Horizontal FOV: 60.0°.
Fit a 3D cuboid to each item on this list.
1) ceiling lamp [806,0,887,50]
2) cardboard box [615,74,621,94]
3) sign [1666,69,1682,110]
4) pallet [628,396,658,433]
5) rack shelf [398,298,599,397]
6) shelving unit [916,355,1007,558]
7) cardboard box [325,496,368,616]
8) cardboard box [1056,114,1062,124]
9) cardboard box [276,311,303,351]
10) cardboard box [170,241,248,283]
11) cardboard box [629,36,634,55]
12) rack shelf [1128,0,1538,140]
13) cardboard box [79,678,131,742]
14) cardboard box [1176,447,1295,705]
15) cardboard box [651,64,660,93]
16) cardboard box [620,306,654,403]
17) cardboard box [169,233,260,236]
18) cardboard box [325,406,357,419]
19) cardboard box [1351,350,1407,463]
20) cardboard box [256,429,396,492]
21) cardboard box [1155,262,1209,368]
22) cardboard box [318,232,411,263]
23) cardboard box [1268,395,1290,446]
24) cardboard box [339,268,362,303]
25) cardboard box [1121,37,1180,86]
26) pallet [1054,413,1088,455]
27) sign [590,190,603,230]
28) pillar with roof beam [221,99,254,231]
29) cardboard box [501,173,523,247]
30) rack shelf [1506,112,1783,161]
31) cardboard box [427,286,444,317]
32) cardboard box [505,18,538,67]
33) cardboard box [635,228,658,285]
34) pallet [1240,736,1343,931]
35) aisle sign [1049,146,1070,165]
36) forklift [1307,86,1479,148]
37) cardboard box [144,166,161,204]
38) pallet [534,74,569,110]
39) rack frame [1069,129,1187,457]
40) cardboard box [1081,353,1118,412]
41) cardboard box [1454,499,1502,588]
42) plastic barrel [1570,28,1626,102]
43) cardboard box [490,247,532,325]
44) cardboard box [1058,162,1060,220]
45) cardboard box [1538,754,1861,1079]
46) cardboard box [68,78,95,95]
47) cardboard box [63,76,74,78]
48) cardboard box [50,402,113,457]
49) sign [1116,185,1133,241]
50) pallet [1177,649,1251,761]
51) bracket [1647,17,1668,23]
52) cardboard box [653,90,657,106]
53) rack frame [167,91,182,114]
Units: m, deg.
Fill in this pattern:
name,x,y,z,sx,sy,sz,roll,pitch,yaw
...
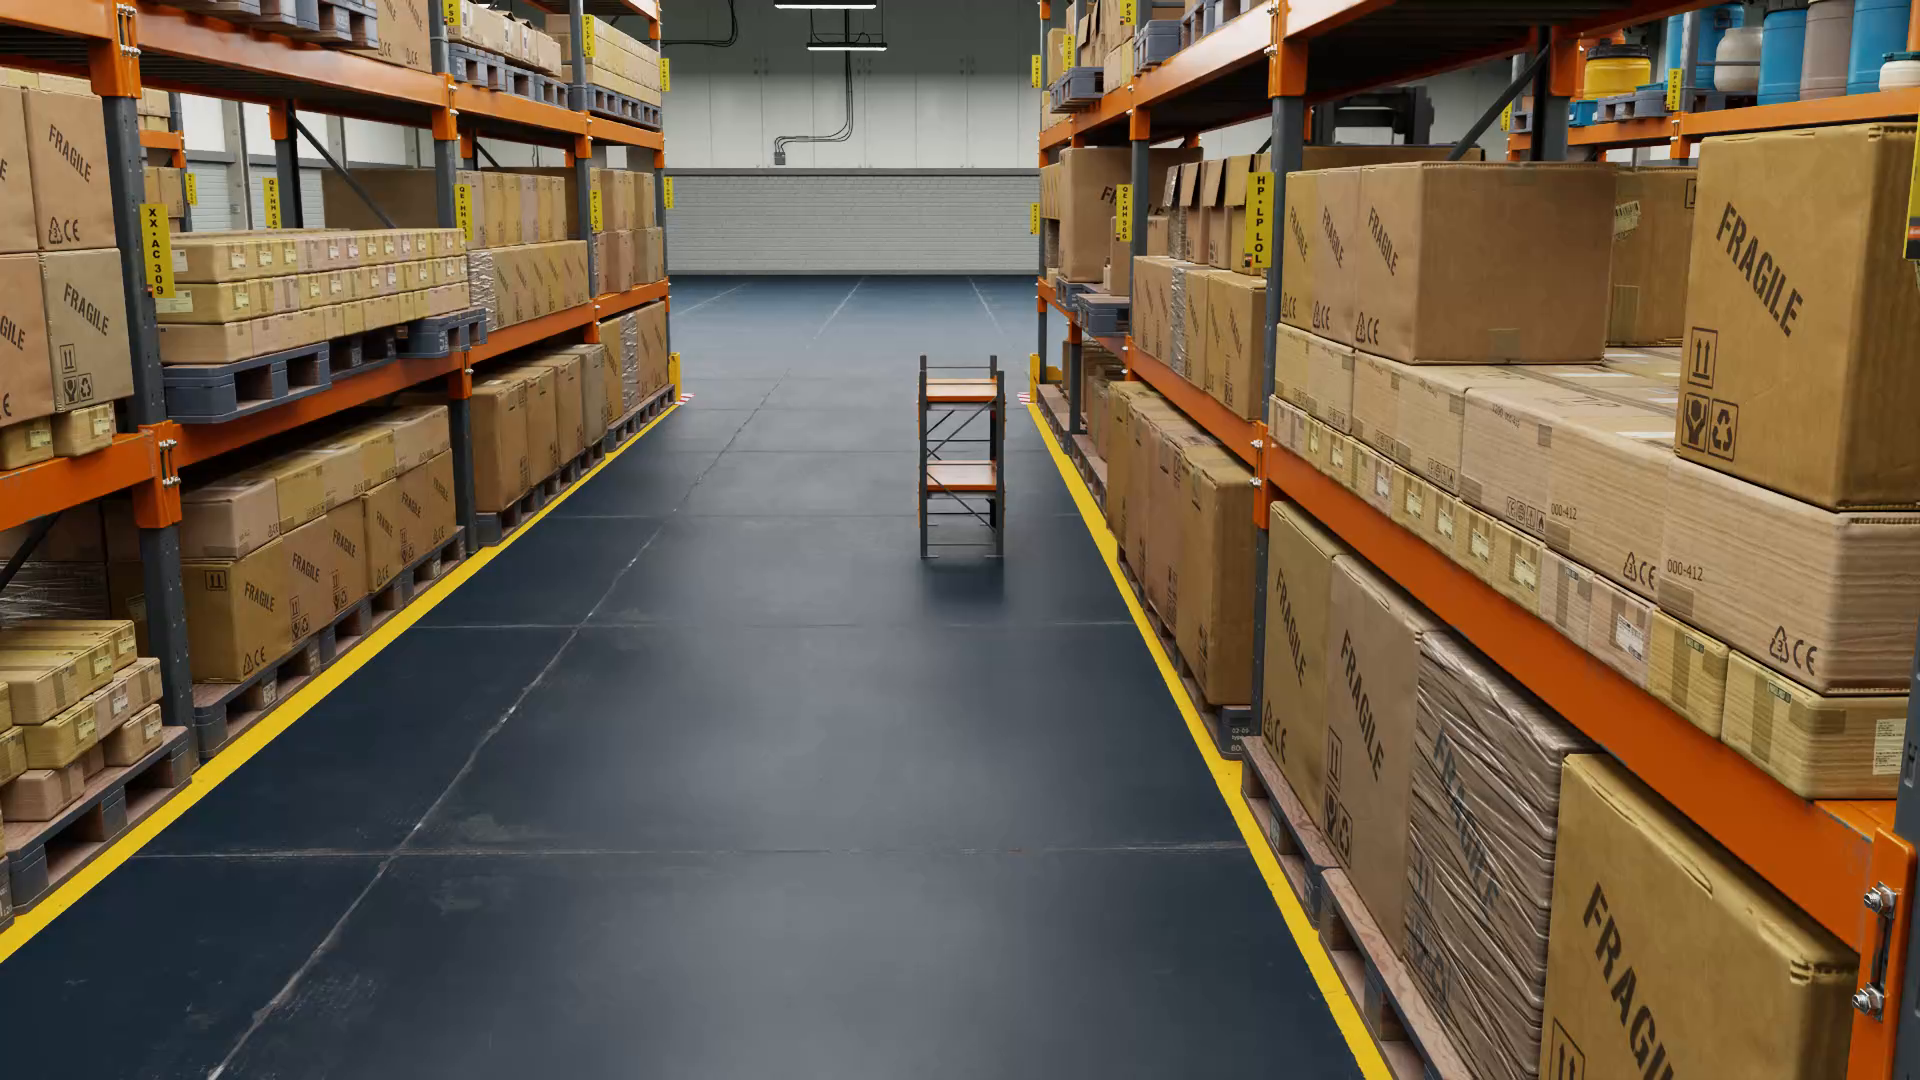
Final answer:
name,x,y,z,sx,sy,sz,roll,pitch,yaw
ceiling lamp,-2.819,-13.818,41.355,2.000,3.185,0.800,0,11,-1
cardboard box,-3.228,-4.058,14.798,0.380,0.149,0.250,0,11,-2
sign,5.825,-3.675,13.564,0.100,0.325,0.005,0,11,-1
pallet,-3.503,-1.208,15.984,1.003,0.211,1.213,0,11,-1
rack shelf,-3.496,-1.430,11.874,1.077,0.370,4.000,0,11,-1
shelving unit,0.000,-0.550,10.441,0.538,1.125,1.048,0,11,-1
cardboard box,-3.159,0.072,7.891,0.500,0.500,0.500,0,11,0
cardboard box,1.137,-3.872,14.933,0.500,0.250,0.500,0,11,-2
cardboard box,-2.933,-0.858,6.818,0.380,0.149,0.250,0,11,-1
cardboard box,-2.920,-1.045,6.243,0.380,0.149,0.250,0,11,2
cardboard box,-3.242,-4.599,15.459,0.380,0.149,0.250,0,11,-1
rack shelf,1.548,-2.105,7.658,1.077,0.370,4.000,0,11,-1
cardboard box,-3.030,0.571,5.569,0.380,0.149,0.250,-1,11,-4
cardboard box,1.556,0.118,6.721,1.225,0.875,0.875,0,11,-1
cardboard box,-3.331,-4.676,16.843,0.500,0.250,0.500,0,11,0
cardboard box,-3.520,-1.831,16.326,0.875,0.875,0.875,0,11,-2
cardboard box,-3.610,-1.406,8.022,0.380,0.149,0.250,0,11,1
cardboard box,-3.683,-0.595,9.294,0.500,0.250,0.500,-1,11,-4
cardboard box,1.358,-0.366,4.450,0.500,0.250,0.500,0,11,0
cardboard box,-3.162,-0.397,8.317,0.500,0.250,0.500,0,11,0
cardboard box,1.271,-1.132,8.345,0.500,0.500,0.500,0,11,-2
cardboard box,-2.970,-1.461,8.295,0.380,0.149,0.250,0,11,-1
cardboard box,1.262,-0.407,5.653,0.380,0.149,0.250,0,11,-1
cardboard box,-2.953,-1.160,7.558,0.380,0.149,0.250,0,11,-2
cardboard box,1.251,-2.876,10.022,0.500,0.250,0.500,0,11,-1
pallet,1.374,-0.947,14.698,1.003,0.211,1.213,0,11,-1
sign,-2.995,-2.713,13.675,0.100,0.325,0.005,0,11,-1
pillar with roof beam,-10.484,-9.308,33.805,9.100,9.000,0.548,0,11,-1
cardboard box,-3.490,-2.318,11.672,0.700,0.500,0.500,0,11,-2
rack shelf,6.334,-3.716,15.597,1.077,0.370,4.000,0,11,-1
cardboard box,-2.976,-1.271,8.857,0.380,0.149,0.250,0,11,0
cardboard box,-3.281,-3.514,11.708,0.500,0.311,0.500,-1,11,-3
cardboard box,-3.534,-2.866,16.765,0.875,0.550,0.550,0,11,-1
pallet,1.526,0.928,5.455,1.003,0.211,1.213,0,11,-1
aisle sign,1.040,-4.261,17.479,0.394,0.787,0.004,0,11,-1
forklift,3.023,-1.798,12.048,1.130,2.935,3.031,0,11,-1
cardboard box,-8.335,-3.419,16.351,0.700,0.500,0.500,0,11,-1
pallet,-3.469,-3.375,12.586,0.805,0.209,1.217,-1,11,-3
rack frame,1.424,-2.181,13.763,1.000,3.000,0.127,0,11,-1
cardboard box,1.344,-1.478,15.531,0.500,0.500,0.500,-1,12,-6
cardboard box,1.306,0.004,3.628,0.380,0.149,0.250,0,11,-1
plastic barrel,6.430,-4.786,16.927,0.600,0.830,0.708,0,11,-1
cardboard box,-3.217,-1.726,11.270,0.500,0.500,0.500,0,11,-1
cardboard box,1.127,-3.053,14.550,0.500,0.500,0.500,0,11,-1
cardboard box,1.578,0.913,2.801,0.875,0.875,0.875,0,11,-1
cardboard box,-8.250,-4.073,15.177,0.500,0.250,0.500,0,11,-1
cardboard box,-8.279,-4.250,15.047,0.380,0.149,0.250,0,11,0
cardboard box,-3.018,-0.360,5.423,0.380,0.149,0.250,-1,11,-3
sign,0.964,-1.910,9.717,0.100,0.325,0.005,0,11,-1
pallet,1.498,0.623,6.957,1.003,0.211,1.213,0,11,-1
bracket,16.288,-11.780,36.938,0.076,0.066,4.783,0,11,-1
cardboard box,-3.270,-4.462,16.791,0.380,0.149,0.250,0,11,-1
rack frame,-8.567,-5.875,16.886,1.000,3.000,0.127,0,11,-1
